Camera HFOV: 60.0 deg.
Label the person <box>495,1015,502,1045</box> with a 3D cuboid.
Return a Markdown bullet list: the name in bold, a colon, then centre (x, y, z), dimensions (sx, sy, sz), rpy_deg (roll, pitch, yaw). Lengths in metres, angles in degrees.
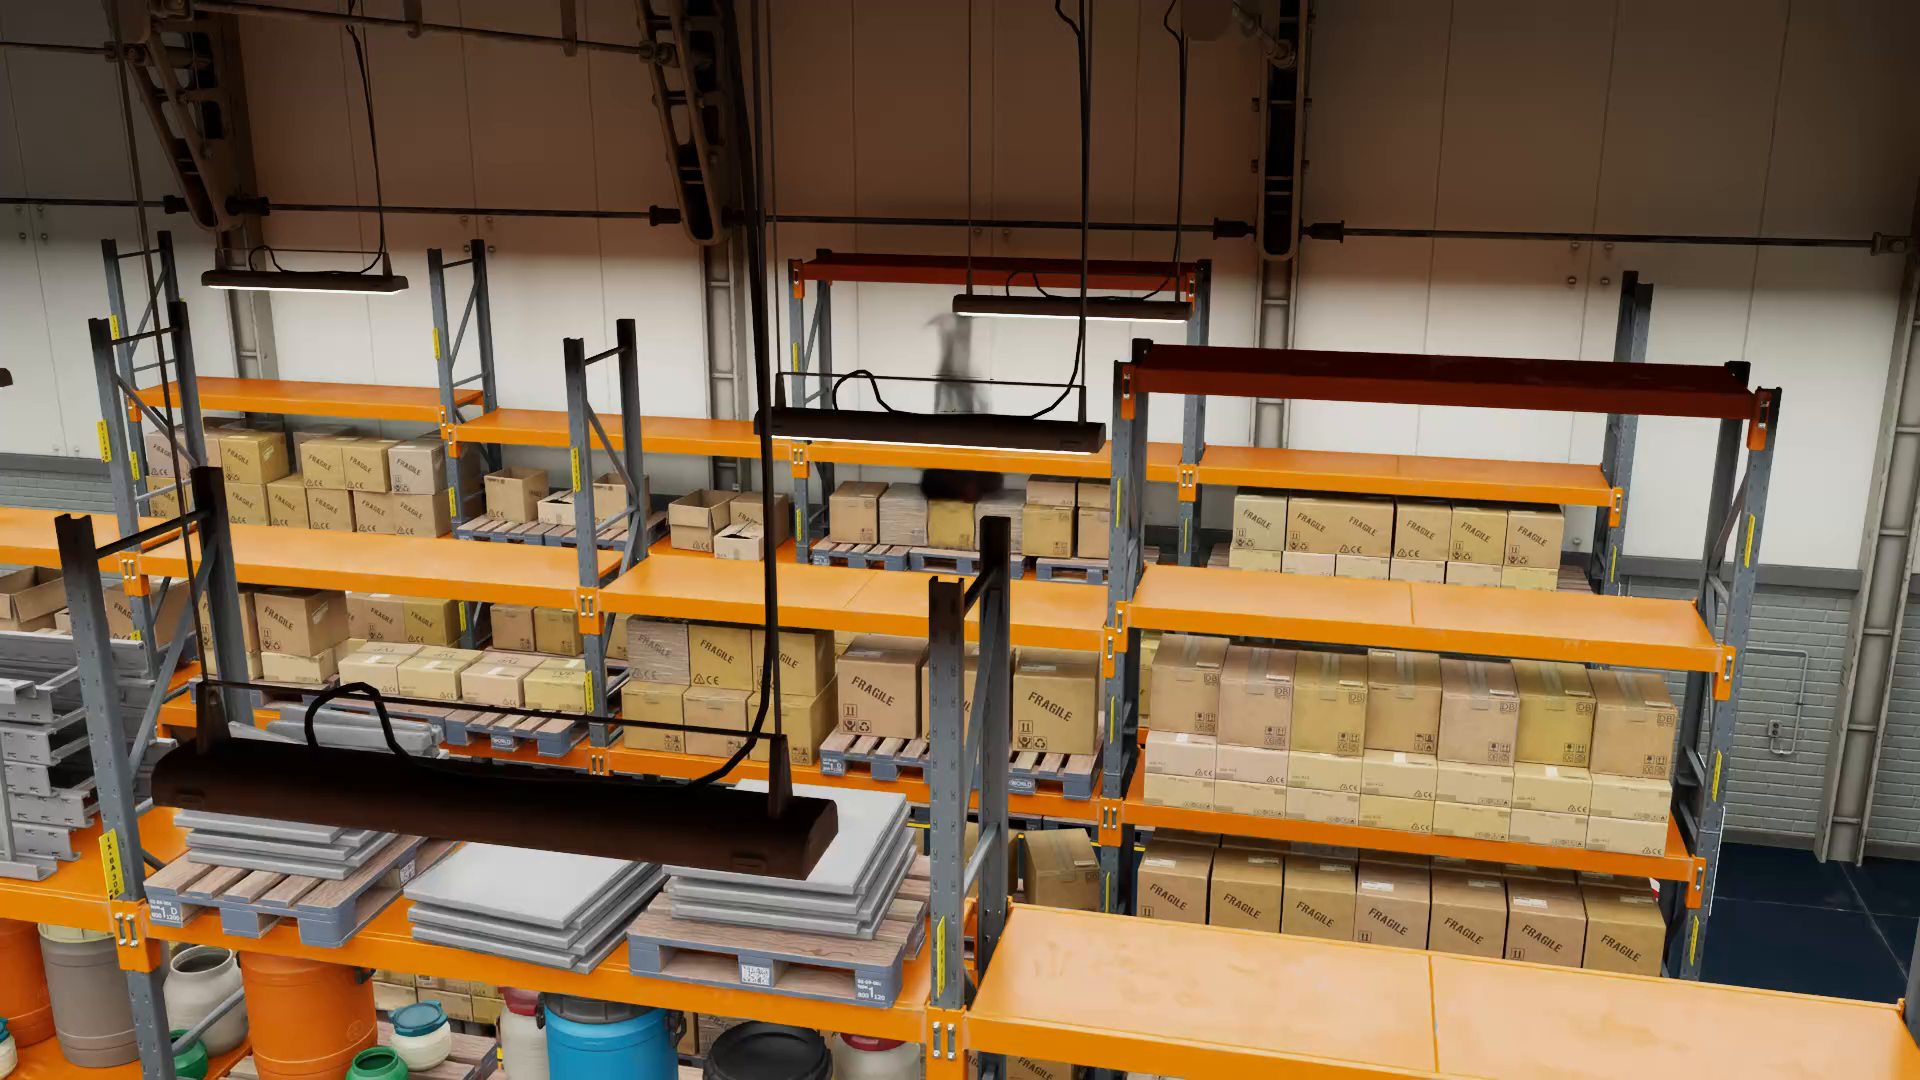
- **person**: centre (-2.773, 4.088, 11.659), dimensions (0.959, 1.626, 0.606), rpy_deg (3, 17, 11)
